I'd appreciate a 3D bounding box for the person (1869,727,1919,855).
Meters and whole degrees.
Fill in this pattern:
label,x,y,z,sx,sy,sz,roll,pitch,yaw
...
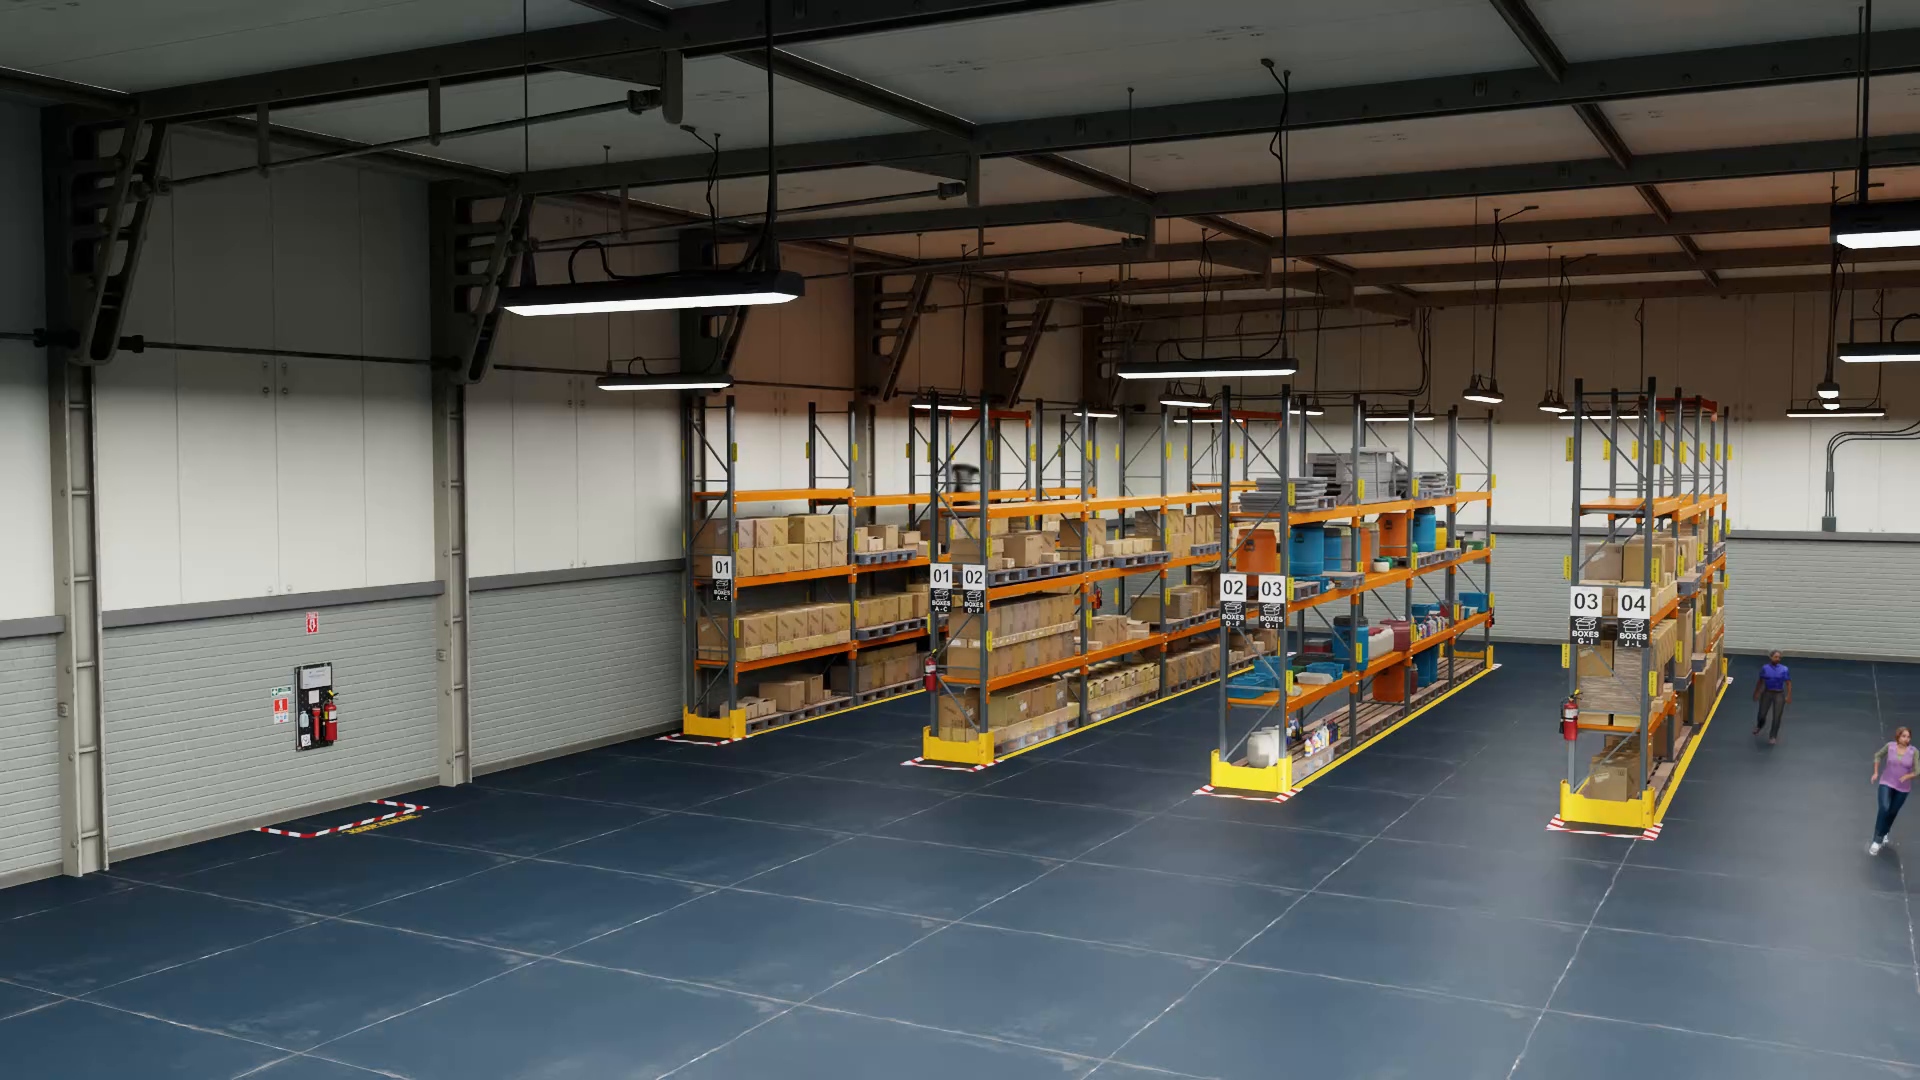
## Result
label,x,y,z,sx,sy,sz,roll,pitch,yaw
person,11.677,3.096,20.788,0.586,1.570,0.814,1,3,22

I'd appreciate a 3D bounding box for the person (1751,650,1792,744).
label,x,y,z,sx,sy,sz,roll,pitch,yaw
person,13.959,2.684,28.594,0.632,1.619,0.636,2,3,30
